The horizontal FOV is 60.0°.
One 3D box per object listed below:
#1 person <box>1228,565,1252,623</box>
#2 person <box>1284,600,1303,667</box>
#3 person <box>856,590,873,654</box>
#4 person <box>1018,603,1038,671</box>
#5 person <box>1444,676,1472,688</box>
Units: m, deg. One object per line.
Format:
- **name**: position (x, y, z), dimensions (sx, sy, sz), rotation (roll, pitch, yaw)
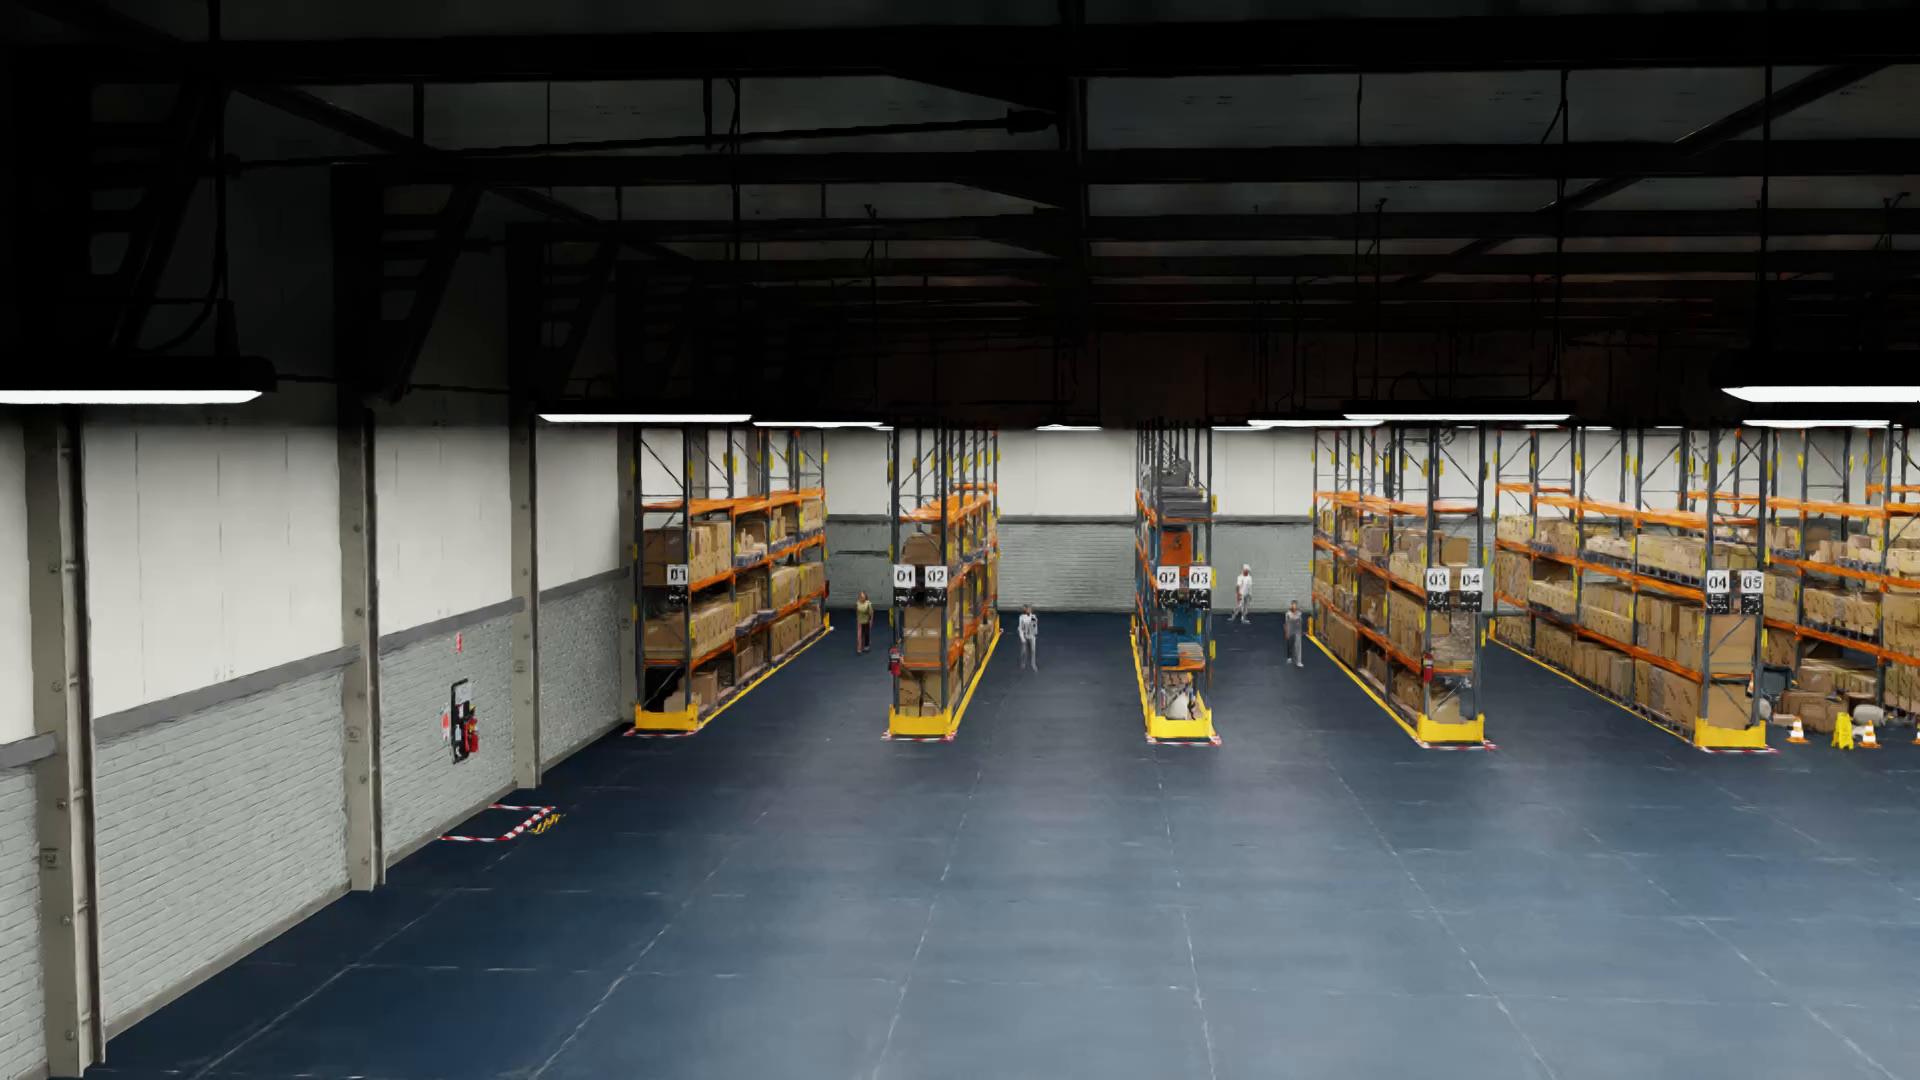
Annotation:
- **person**: position (8.384, 1.606, 49.610), dimensions (0.746, 1.759, 0.529), rotation (-3, 5, -35)
- **person**: position (8.146, 2.259, 40.627), dimensions (0.446, 1.590, 1.110), rotation (0, 4, 7)
- **person**: position (-2.476, 2.104, 43.018), dimensions (0.458, 1.612, 1.019), rotation (0, 4, 4)
- **person**: position (1.620, 2.298, 39.779), dimensions (0.482, 1.622, 0.995), rotation (0, 4, -4)
- **person**: position (11.071, 2.426, 37.121), dimensions (0.601, 1.696, 1.185), rotation (0, 4, 3)
